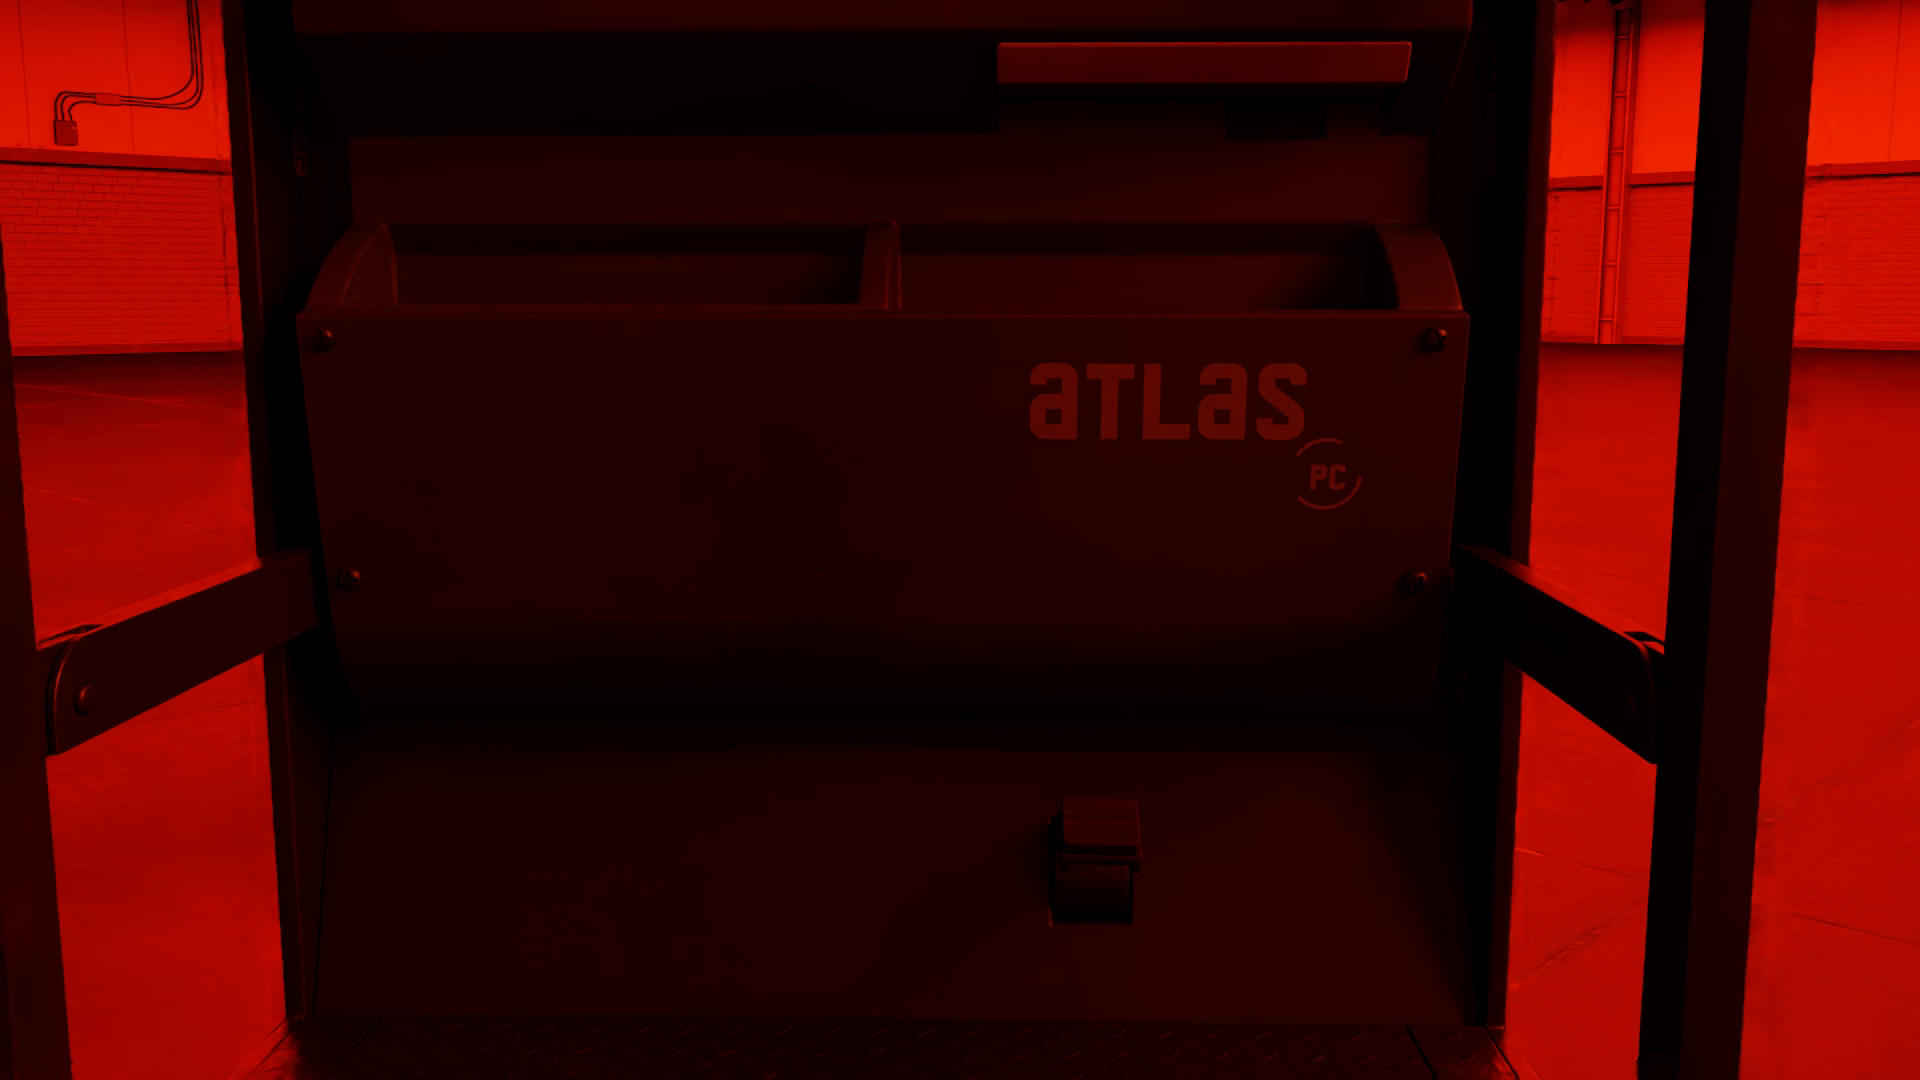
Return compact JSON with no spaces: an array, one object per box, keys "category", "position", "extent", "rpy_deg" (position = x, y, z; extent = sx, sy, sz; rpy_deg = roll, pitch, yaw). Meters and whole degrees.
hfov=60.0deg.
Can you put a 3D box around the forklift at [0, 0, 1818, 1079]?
[{"category":"forklift","position":[-0.065,-0.638,1.107],"extent":[1.130,2.935,3.031],"rpy_deg":[0,9,1]}]
